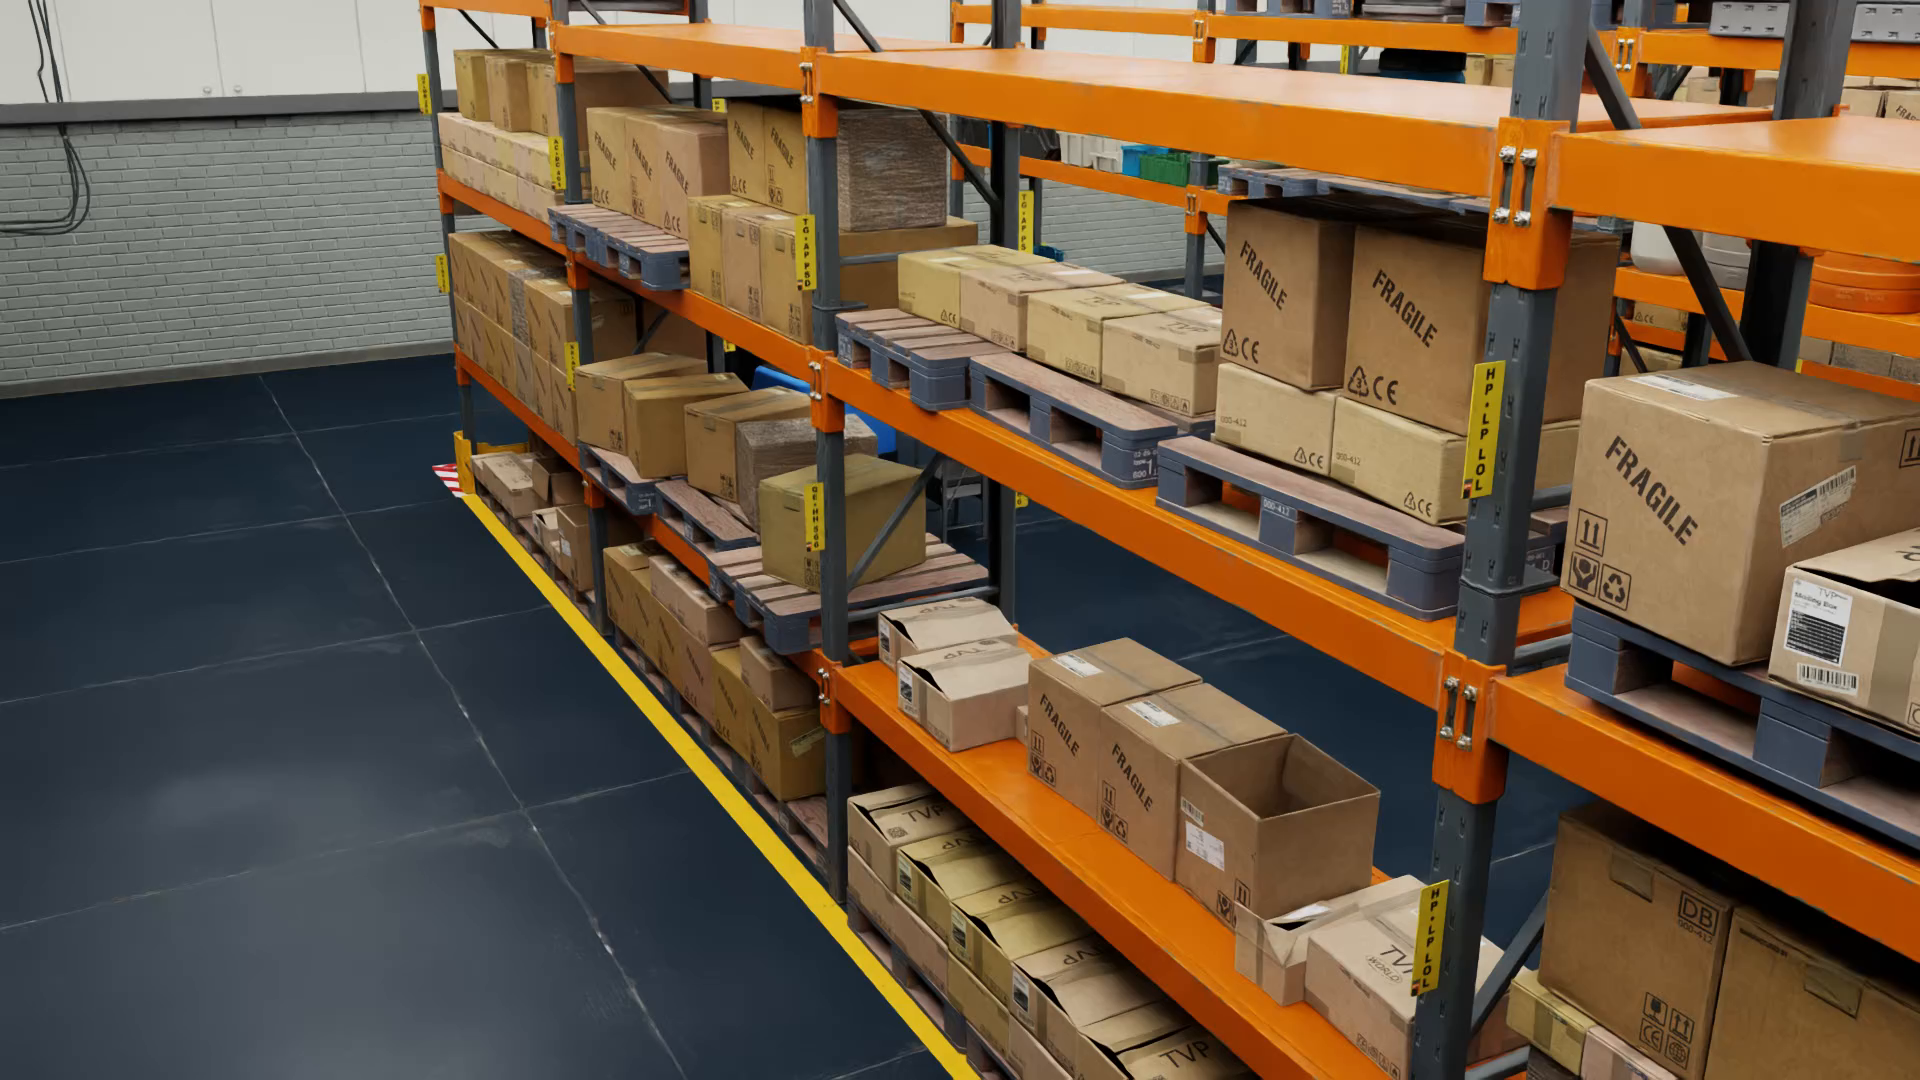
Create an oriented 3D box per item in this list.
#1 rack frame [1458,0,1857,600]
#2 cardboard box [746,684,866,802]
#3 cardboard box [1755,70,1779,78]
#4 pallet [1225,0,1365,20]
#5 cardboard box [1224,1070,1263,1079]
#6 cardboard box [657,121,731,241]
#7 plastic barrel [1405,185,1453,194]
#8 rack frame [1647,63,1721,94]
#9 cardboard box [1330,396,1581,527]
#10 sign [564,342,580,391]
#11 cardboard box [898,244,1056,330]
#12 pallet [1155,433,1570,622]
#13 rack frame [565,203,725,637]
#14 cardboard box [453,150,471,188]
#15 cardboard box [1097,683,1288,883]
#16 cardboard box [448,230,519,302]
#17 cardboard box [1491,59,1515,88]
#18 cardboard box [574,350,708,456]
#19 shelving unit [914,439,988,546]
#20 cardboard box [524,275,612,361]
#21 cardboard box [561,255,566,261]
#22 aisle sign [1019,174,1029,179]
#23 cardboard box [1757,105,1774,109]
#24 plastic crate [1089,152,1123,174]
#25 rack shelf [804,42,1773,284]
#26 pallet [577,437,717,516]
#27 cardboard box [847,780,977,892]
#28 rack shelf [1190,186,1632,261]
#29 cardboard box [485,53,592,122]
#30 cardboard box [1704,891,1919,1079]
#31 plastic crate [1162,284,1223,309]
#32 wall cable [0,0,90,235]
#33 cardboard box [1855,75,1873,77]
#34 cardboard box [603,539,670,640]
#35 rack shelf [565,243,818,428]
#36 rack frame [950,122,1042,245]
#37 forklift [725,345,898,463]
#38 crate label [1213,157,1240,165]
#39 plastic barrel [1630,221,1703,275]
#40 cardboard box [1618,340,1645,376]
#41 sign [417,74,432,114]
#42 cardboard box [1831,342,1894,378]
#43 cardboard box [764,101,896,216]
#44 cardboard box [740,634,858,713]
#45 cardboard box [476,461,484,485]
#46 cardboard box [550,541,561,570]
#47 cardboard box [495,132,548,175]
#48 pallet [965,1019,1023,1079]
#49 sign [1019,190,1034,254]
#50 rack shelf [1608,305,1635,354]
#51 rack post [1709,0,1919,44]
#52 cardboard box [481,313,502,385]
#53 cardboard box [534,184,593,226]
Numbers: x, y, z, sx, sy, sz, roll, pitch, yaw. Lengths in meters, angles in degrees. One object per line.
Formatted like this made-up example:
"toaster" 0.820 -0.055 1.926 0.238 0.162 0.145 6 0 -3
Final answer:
"rack frame" 1.705 -1.369 3.804 1.000 3.000 0.127 -10 21 -27
"cardboard box" -0.845 1.060 9.119 0.500 0.500 0.500 -9 21 -25
"cardboard box" 9.597 -5.371 19.464 0.500 0.250 0.500 -10 21 -26
"pallet" 2.687 -3.921 12.101 1.003 0.211 1.213 -10 21 -27
"cardboard box" 1.008 2.083 5.709 0.500 0.311 0.500 -9 21 -25
"cardboard box" -1.284 -2.002 9.287 0.600 0.600 0.600 -11 22 -29
"plastic barrel" 3.192 -2.614 11.158 0.433 0.535 0.433 0 19 0
"rack frame" 6.626 -5.199 14.903 1.000 3.000 0.127 -10 21 -27
"cardboard box" 1.421 -0.257 4.766 0.500 0.250 0.500 -8 20 -21
"sign" -2.568 -1.153 11.047 0.100 0.325 0.005 -10 21 -27
"cardboard box" 0.070 -1.106 7.225 0.500 0.250 0.500 -12 22 -31
"pallet" 1.275 -0.112 5.052 0.805 0.209 1.217 -11 22 -29
"rack frame" -2.094 -0.830 11.438 1.000 3.000 0.127 -10 21 -27
"cardboard box" -3.747 -2.993 13.337 0.500 0.250 0.500 -10 21 -27
"cardboard box" 0.866 0.901 6.267 0.500 0.500 0.500 -10 21 -27
"cardboard box" -4.015 -2.330 14.099 0.500 0.500 0.500 -9 21 -25
"cardboard box" 5.827 -4.617 16.863 0.700 0.500 0.500 -9 21 -24
"cardboard box" -2.066 -0.905 10.858 0.500 0.500 0.700 16 25 39
"shelving unit" -0.079 -1.040 13.427 0.431 2.100 0.503 -10 21 -27
"cardboard box" -2.808 -1.601 11.988 0.500 0.500 0.500 -10 22 -28
"cardboard box" -2.805 -1.972 13.063 0.500 0.500 0.500 -9 21 -25
"aisle sign" 0.591 -4.039 16.753 0.394 0.787 0.004 -10 21 -27
"cardboard box" 7.068 -3.609 14.385 0.500 0.311 0.500 -11 22 -29
"plastic crate" 1.328 -3.195 14.099 0.293 0.136 0.466 -10 21 -27
"rack shelf" 0.755 -1.414 5.650 1.077 0.370 4.000 -10 21 -27
"pallet" -1.811 -0.493 10.755 1.003 0.211 1.213 -10 21 -27
"cardboard box" -0.204 1.350 7.831 0.500 0.311 0.500 -9 21 -25
"rack shelf" 3.217 -2.100 11.622 1.077 0.370 4.000 -10 21 -27
"cardboard box" -3.241 -3.487 12.855 0.700 0.500 0.500 -10 21 -27
"cardboard box" 2.162 1.077 3.768 0.700 0.500 0.500 -10 21 -27
"plastic crate" 2.064 -1.950 14.493 0.402 0.464 0.583 -10 21 -27
"wall cable" -10.723 -4.257 16.932 3.097 2.526 0.112 -10 21 -27
"cardboard box" 10.148 -5.220 18.414 0.380 0.149 0.250 -11 22 -29
"cardboard box" -2.079 0.320 11.262 0.500 0.500 0.500 -11 22 -29
"rack shelf" -1.144 -1.334 9.402 1.077 0.370 4.000 -10 21 -27
"rack frame" 0.368 -2.744 16.986 1.000 3.000 0.127 -10 21 -27
"forklift" -1.835 -2.206 15.532 1.130 2.935 3.031 -13 23 -34
"crate label" 2.289 -3.075 13.749 0.293 0.136 0.466 -10 21 -27
"plastic barrel" 4.044 -1.782 9.427 0.421 0.512 0.421 0 19 0
"cardboard box" 6.383 -1.759 16.744 0.875 0.875 0.875 -10 21 -27
"sign" -4.471 -3.725 13.890 0.100 0.325 0.005 -10 21 -27
"cardboard box" 7.592 -1.658 13.685 0.500 0.500 0.500 -11 22 -28
"cardboard box" -0.638 -1.892 8.231 0.500 0.500 0.500 -10 21 -27
"cardboard box" -0.876 0.690 9.041 0.500 0.250 0.500 -9 21 -25
"cardboard box" -3.978 -0.602 14.445 0.380 0.166 0.250 -10 21 -27
"cardboard box" -2.845 0.092 12.463 0.380 0.149 0.250 -10 21 -27
"cardboard box" -3.034 -2.799 12.008 0.500 0.250 0.500 -10 21 -27
"pallet" 0.737 2.229 6.849 1.003 0.211 1.213 -10 21 -27
"sign" 0.298 -1.465 7.766 0.100 0.325 0.005 -10 21 -27
"rack shelf" 5.676 -2.597 17.663 1.077 0.370 4.000 -10 21 -27
"rack post" 5.055 -2.782 7.591 1.013 1.000 3.121 -10 21 -27
"cardboard box" -3.529 -1.565 13.416 0.500 0.500 0.500 -10 21 -27
"cardboard box" -2.559 -2.275 11.258 0.500 0.250 0.500 -10 21 -27
